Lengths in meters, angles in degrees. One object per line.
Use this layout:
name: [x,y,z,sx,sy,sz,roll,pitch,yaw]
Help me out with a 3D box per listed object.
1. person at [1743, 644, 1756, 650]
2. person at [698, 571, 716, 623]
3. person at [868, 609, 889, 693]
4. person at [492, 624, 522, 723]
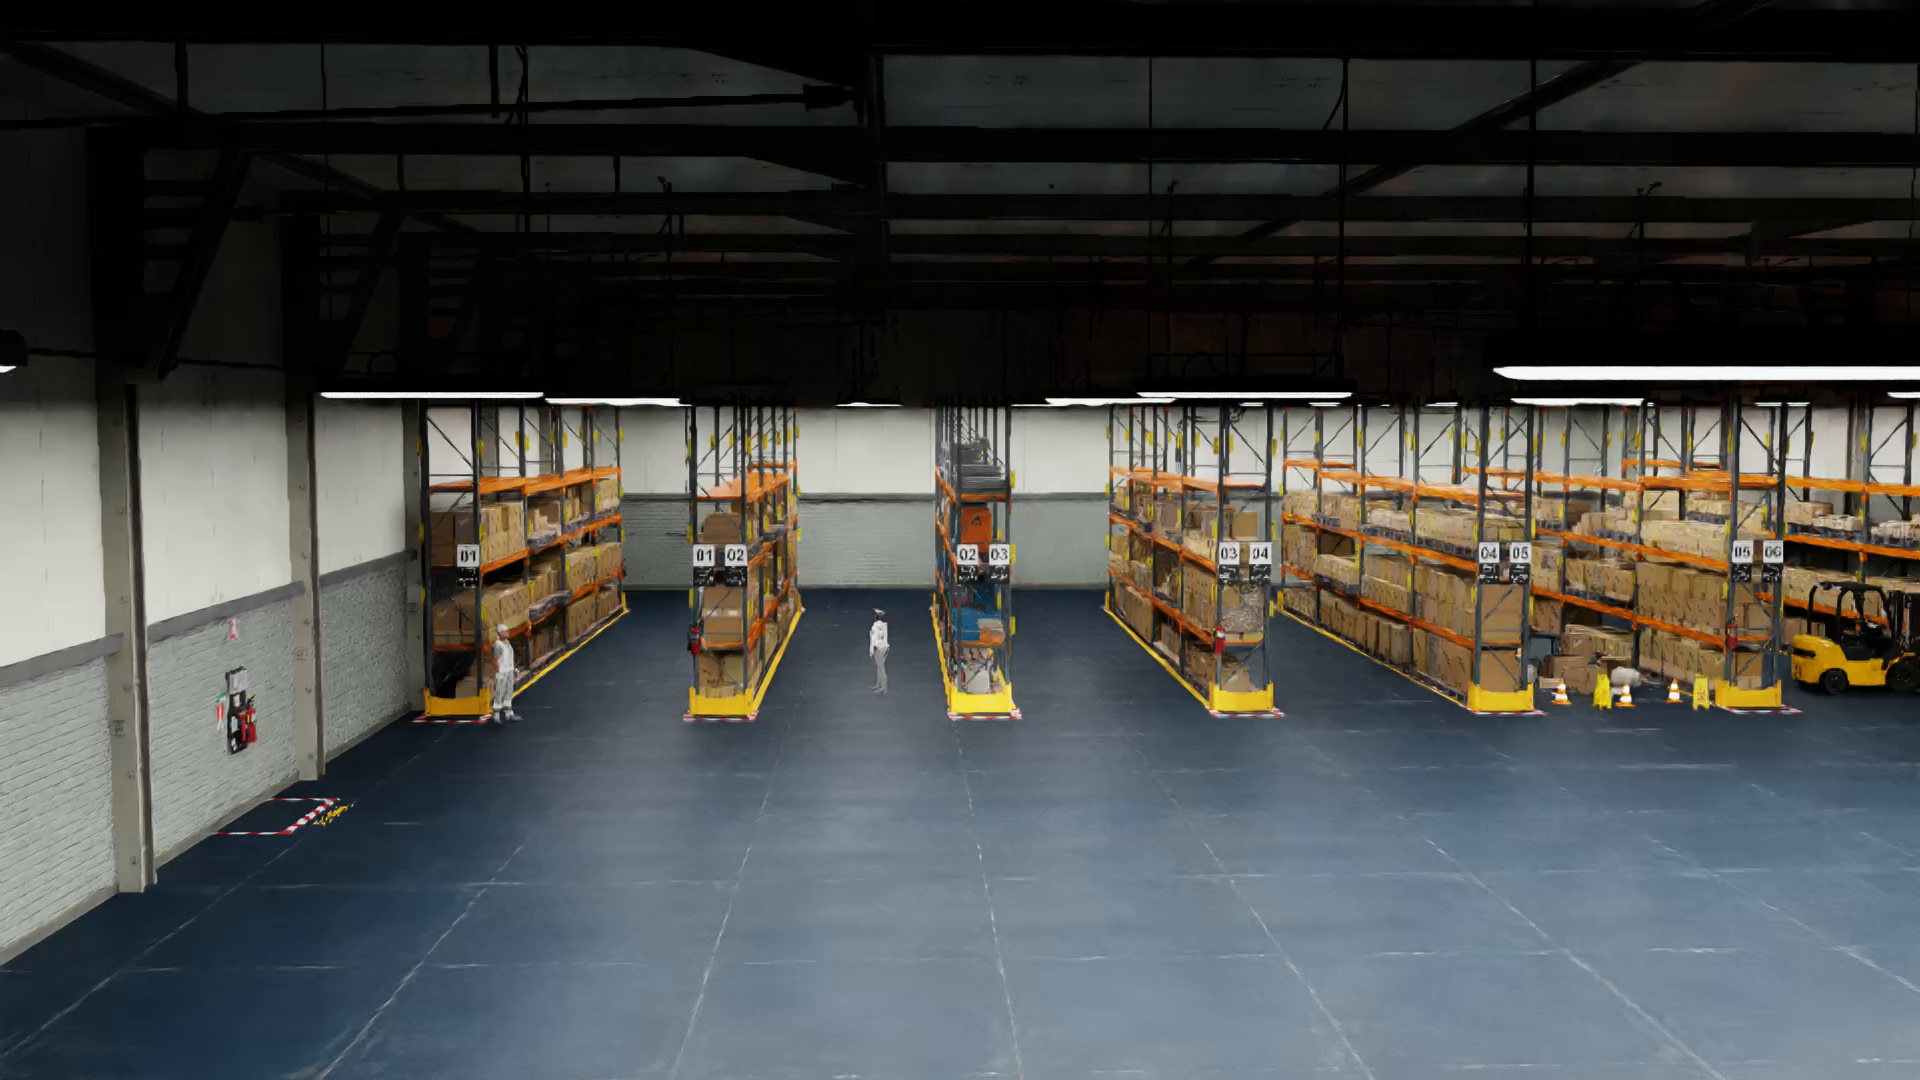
person: [16.835,2.073,35.576,0.569,1.668,0.563,3,5,30]
person: [-6.787,1.372,44.396,0.702,1.735,0.549,0,5,-4]
person: [-1.649,2.233,33.611,0.539,1.663,0.572,2,5,25]
person: [-8.304,2.419,30.353,0.399,1.792,0.645,1,5,13]
